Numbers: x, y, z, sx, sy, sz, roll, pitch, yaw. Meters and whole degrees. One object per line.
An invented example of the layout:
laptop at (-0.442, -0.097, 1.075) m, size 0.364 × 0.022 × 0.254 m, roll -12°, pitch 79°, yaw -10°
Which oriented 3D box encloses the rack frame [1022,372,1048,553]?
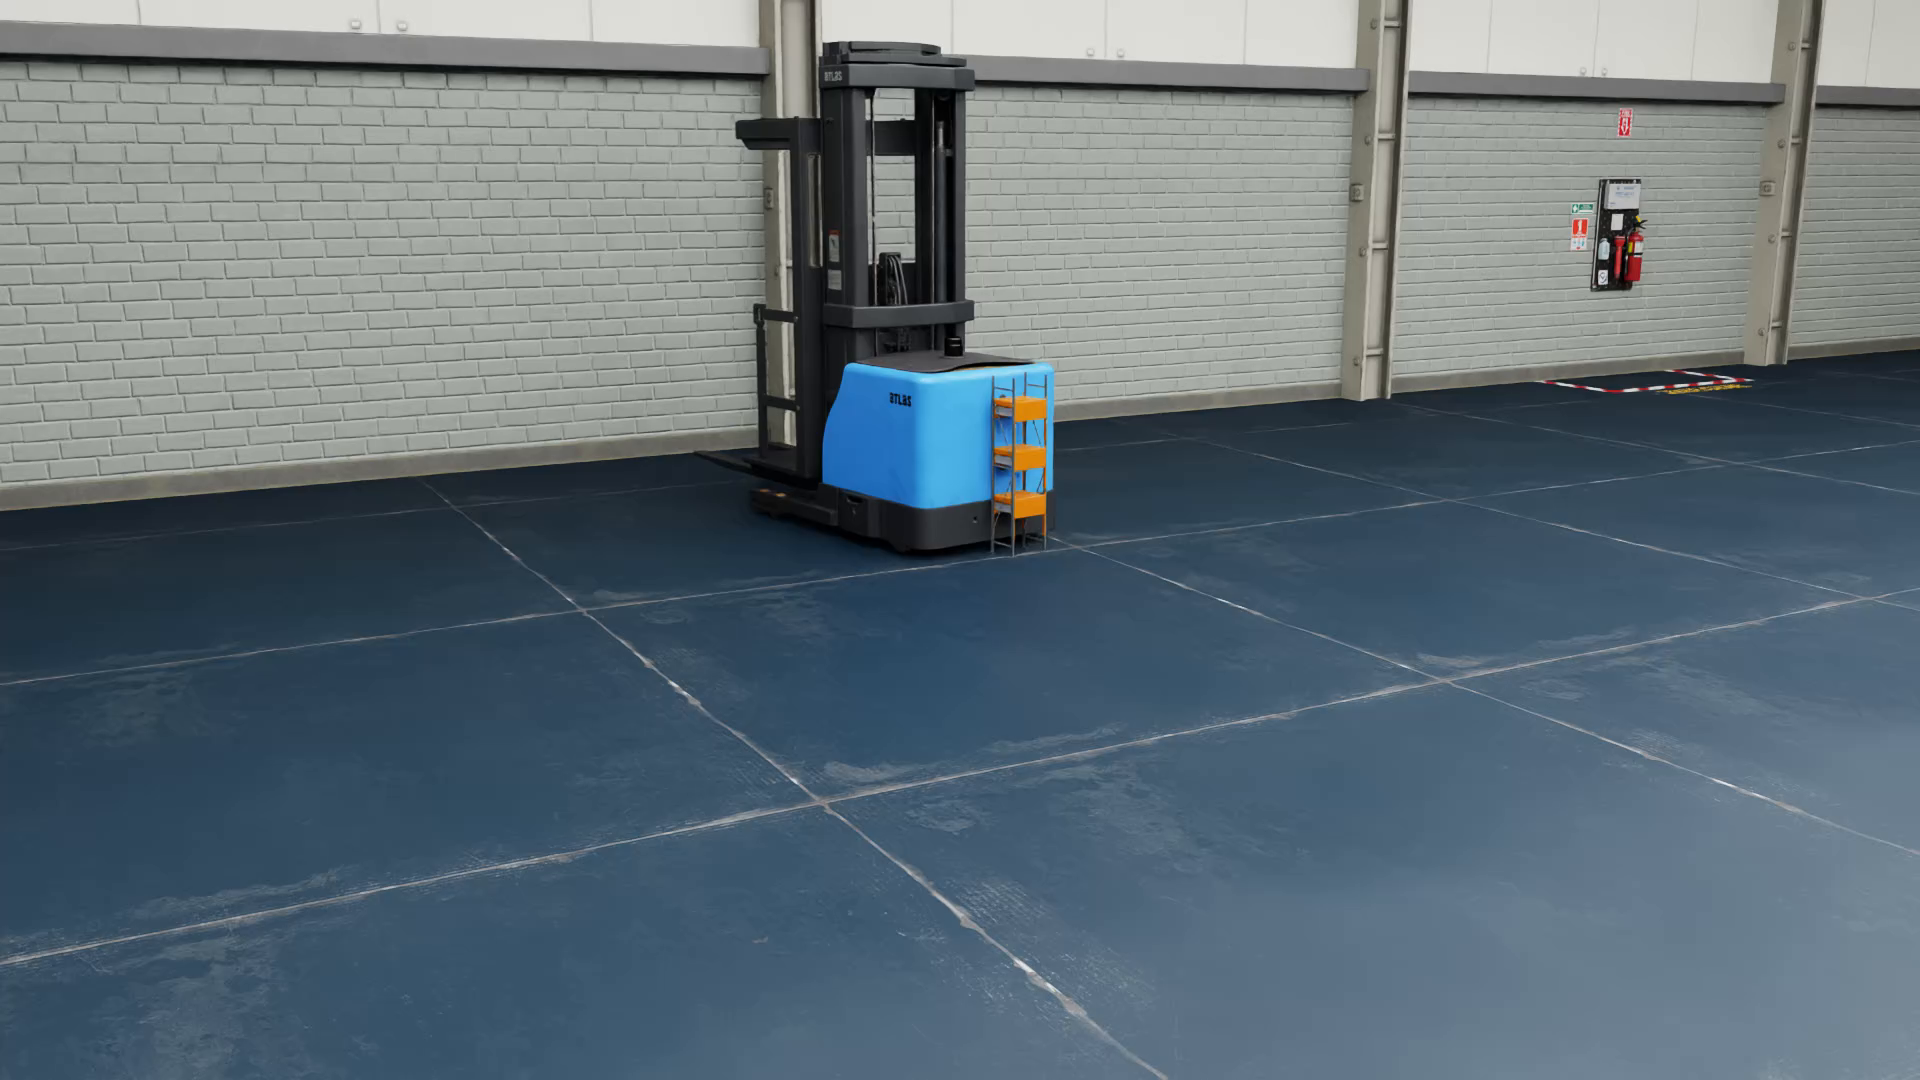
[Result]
rack frame at (0.437, -0.452, 9.724) m, size 0.008 × 1.050 × 0.200 m, roll -10°, pitch 16°, yaw -38°

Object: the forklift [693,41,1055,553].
forklift at (-0.722, -1.626, 10.658) m, size 1.130 × 2.935 × 3.031 m, roll -10°, pitch 16°, yaw -37°

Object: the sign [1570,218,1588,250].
sign at (6.510, -3.213, 17.474) m, size 0.234 × 0.329 × 0.001 m, roll -7°, pitch 14°, yaw -28°

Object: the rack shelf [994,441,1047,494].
rack shelf at (0.342, -0.425, 9.652) m, size 0.240 × 0.259 × 0.215 m, roll -10°, pitch 16°, yaw -38°

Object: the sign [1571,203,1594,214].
sign at (6.518, -3.471, 17.410) m, size 0.331 × 0.109 × 0.001 m, roll -7°, pitch 14°, yaw -28°

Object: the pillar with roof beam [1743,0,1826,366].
pillar with roof beam at (11.295, -5.584, 14.425) m, size 0.400 × 9.000 × 9.100 m, roll -7°, pitch 14°, yaw -28°

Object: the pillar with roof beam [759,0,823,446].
pillar with roof beam at (0.762, -4.321, 8.816) m, size 0.400 × 9.000 × 9.100 m, roll -7°, pitch 14°, yaw -28°

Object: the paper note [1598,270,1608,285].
paper note at (6.856, -2.799, 17.721) m, size 0.142 × 0.148 × 0.016 m, roll -7°, pitch 14°, yaw -28°

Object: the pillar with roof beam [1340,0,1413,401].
pillar with roof beam at (6.028, -4.953, 11.620) m, size 0.400 × 9.000 × 9.100 m, roll -7°, pitch 14°, yaw -28°

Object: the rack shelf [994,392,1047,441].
rack shelf at (0.342, -0.701, 9.590) m, size 0.240 × 0.259 × 0.215 m, roll -10°, pitch 16°, yaw -38°

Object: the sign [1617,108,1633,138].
sign at (6.990, -4.383, 17.475) m, size 0.199 × 0.298 × 0.001 m, roll -7°, pitch 14°, yaw -28°

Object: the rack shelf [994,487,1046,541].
rack shelf at (0.342, -0.153, 9.713) m, size 0.240 × 0.259 × 0.215 m, roll -10°, pitch 16°, yaw -38°

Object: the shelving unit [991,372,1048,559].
shelving unit at (0.342, -0.435, 9.650) m, size 0.252 × 1.050 × 0.215 m, roll -10°, pitch 16°, yaw -38°

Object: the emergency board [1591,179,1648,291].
emergency board at (7.044, -3.234, 17.648) m, size 0.643 × 1.169 × 0.194 m, roll -7°, pitch 14°, yaw -28°

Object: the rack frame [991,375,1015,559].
rack frame at (0.247, -0.418, 9.576) m, size 0.008 × 1.050 × 0.200 m, roll -10°, pitch 16°, yaw -38°
